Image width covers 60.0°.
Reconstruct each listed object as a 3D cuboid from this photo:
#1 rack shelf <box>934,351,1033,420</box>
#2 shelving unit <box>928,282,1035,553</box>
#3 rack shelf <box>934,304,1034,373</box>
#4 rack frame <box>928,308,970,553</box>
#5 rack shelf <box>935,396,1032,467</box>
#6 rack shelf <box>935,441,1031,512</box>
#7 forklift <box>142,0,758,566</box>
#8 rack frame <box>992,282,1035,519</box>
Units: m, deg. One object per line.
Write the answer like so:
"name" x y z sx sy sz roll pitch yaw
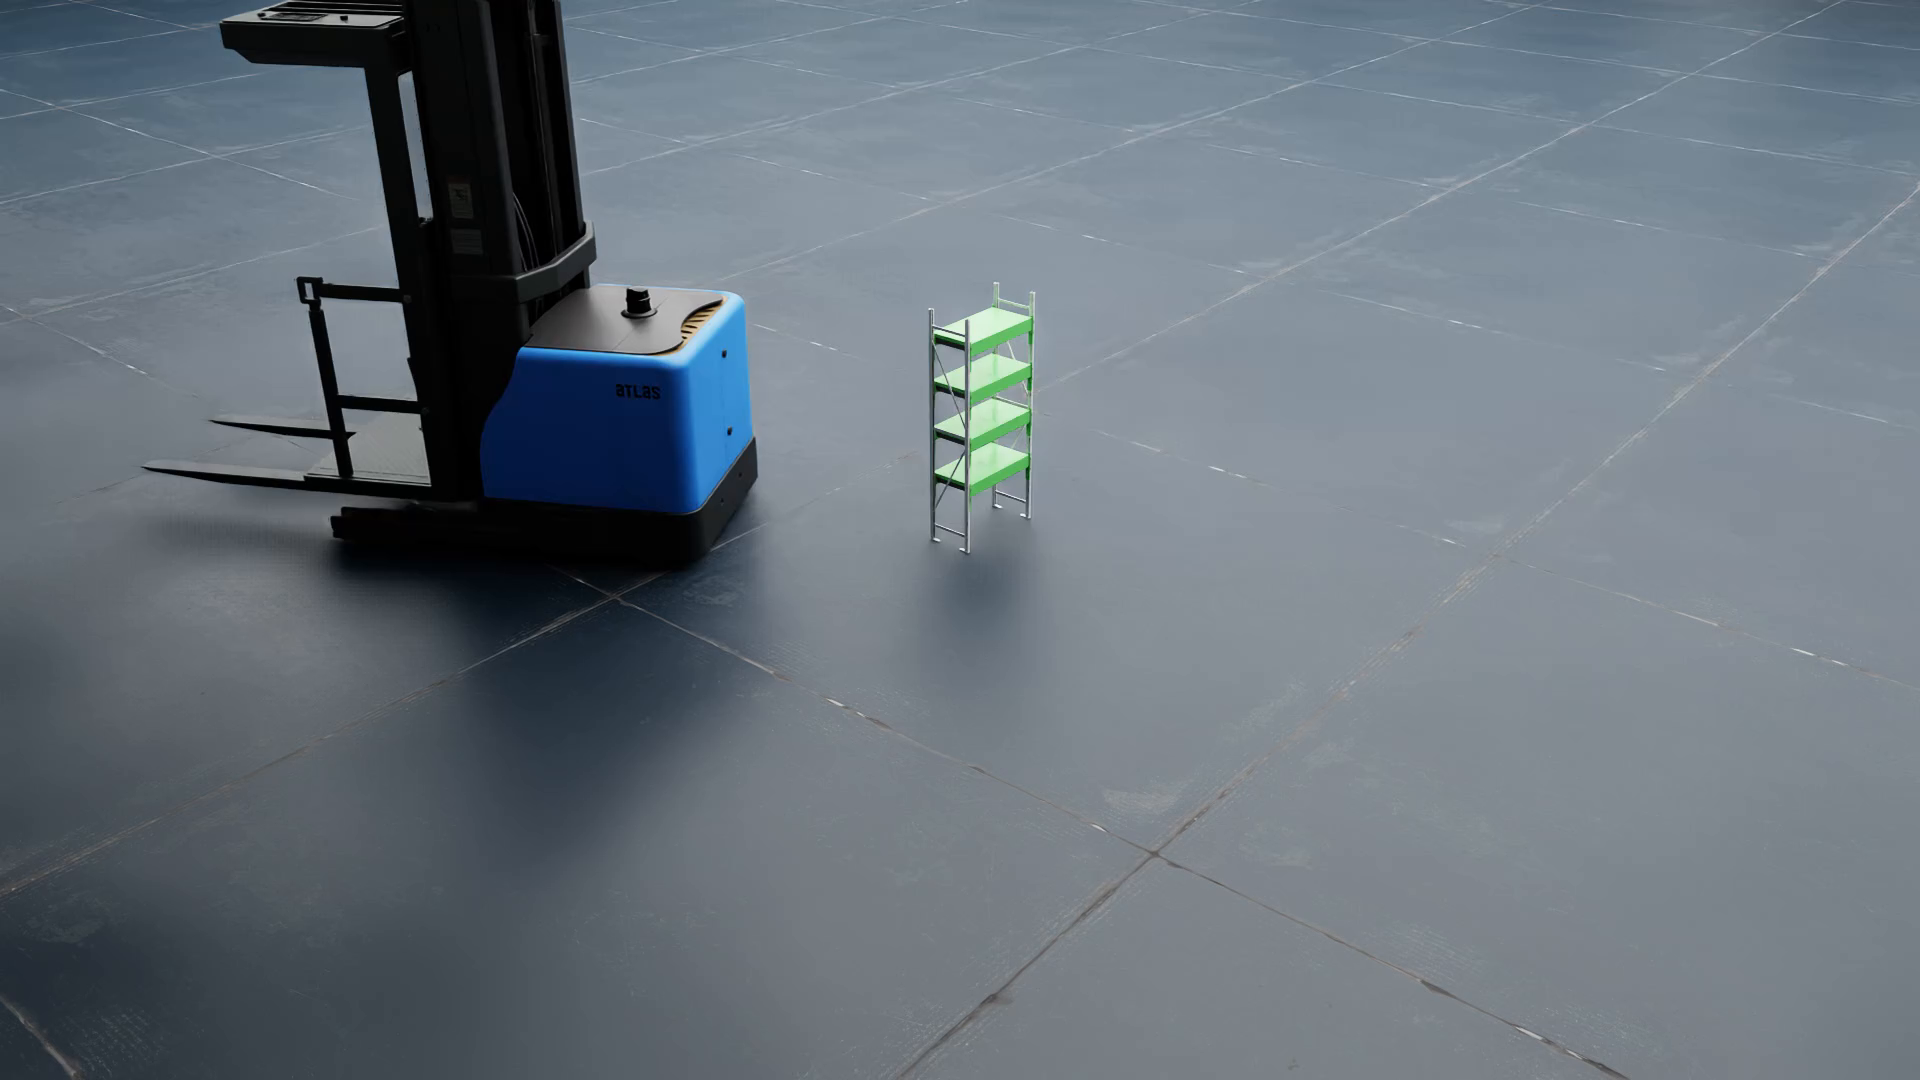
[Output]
"rack shelf" 0.105 -0.748 8.007 0.258 0.148 0.480 21 34 34
"shelving unit" 0.105 -0.592 8.088 0.258 1.200 0.503 21 34 34
"rack shelf" 0.105 -0.961 7.897 0.258 0.148 0.480 21 34 34
"rack frame" -0.050 -0.505 7.921 0.240 1.200 0.015 21 34 34
"rack shelf" 0.105 -0.535 8.117 0.258 0.148 0.480 21 34 34
"rack shelf" 0.105 -0.322 8.227 0.258 0.148 0.480 21 34 34
"forklift" -2.629 -1.499 7.959 3.031 2.935 1.130 5 28 9
"rack frame" 0.260 -0.678 8.255 0.240 1.200 0.015 21 34 34
